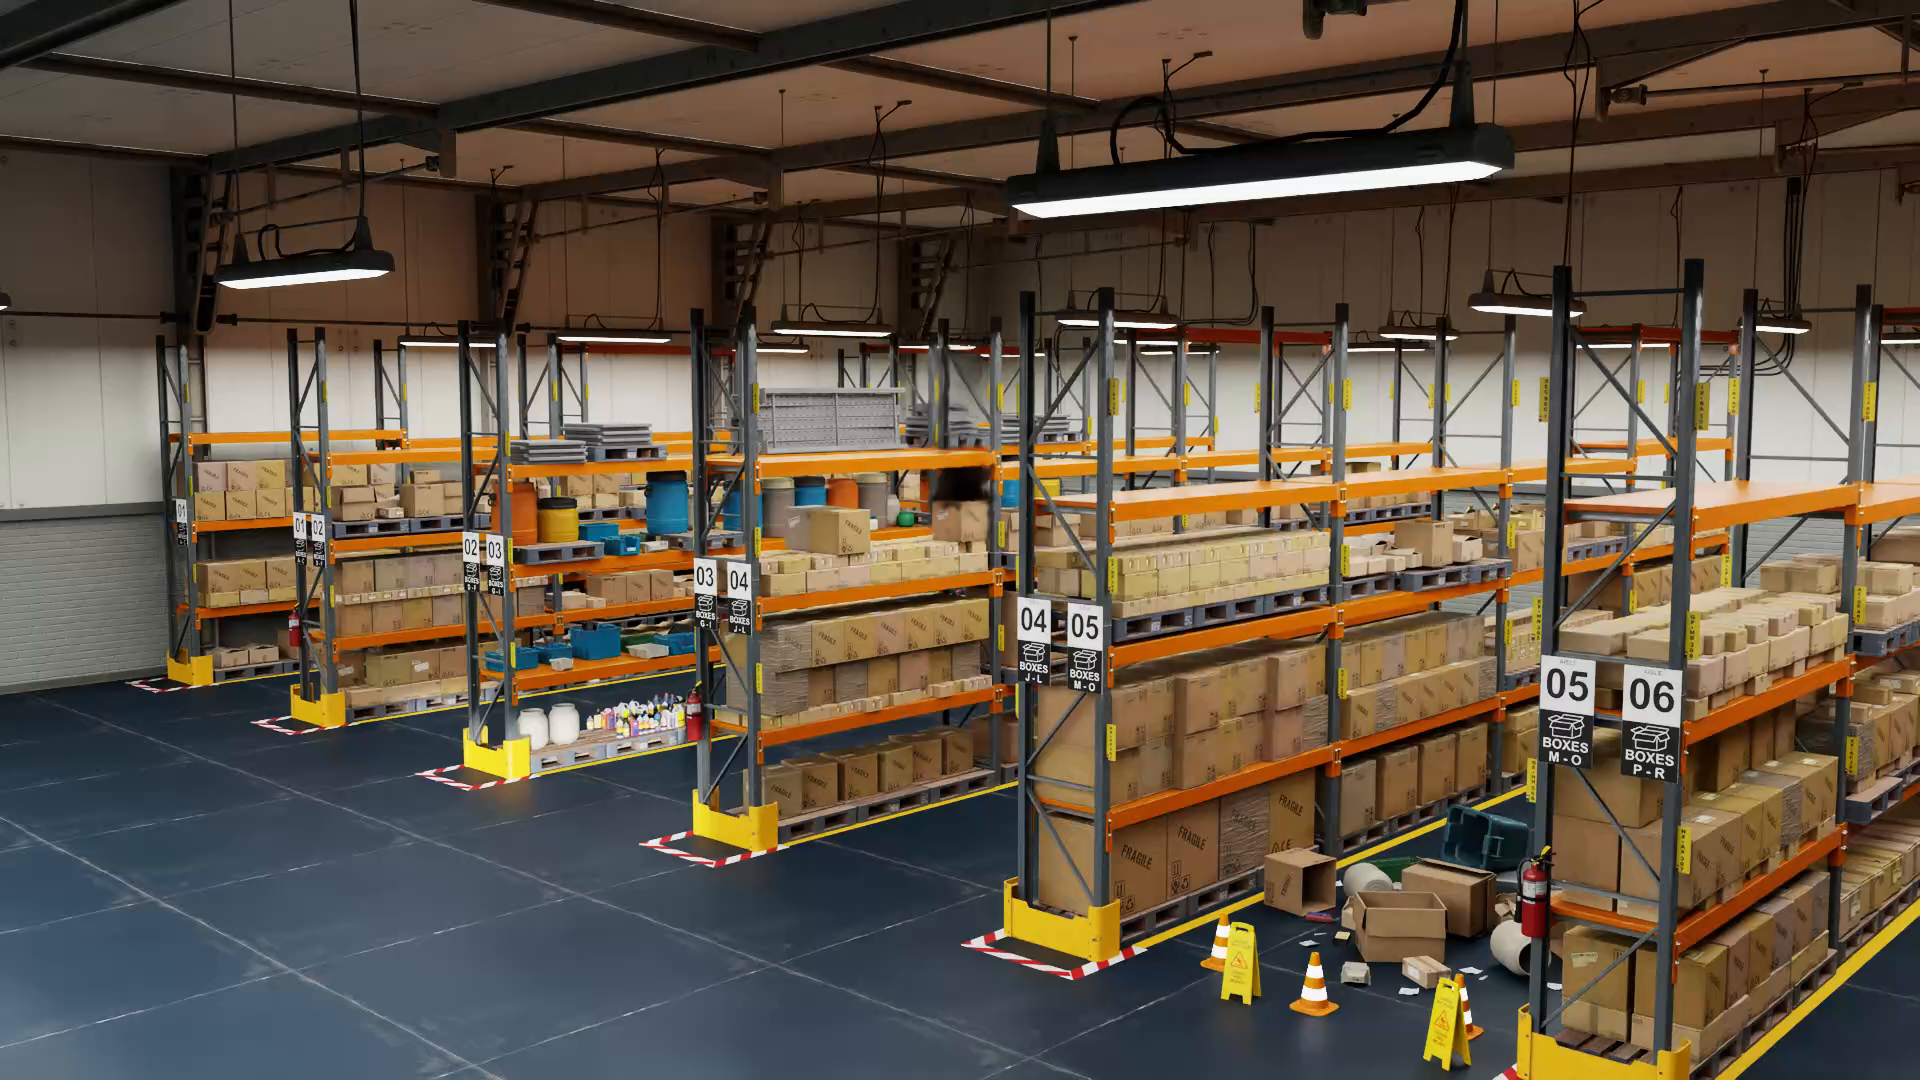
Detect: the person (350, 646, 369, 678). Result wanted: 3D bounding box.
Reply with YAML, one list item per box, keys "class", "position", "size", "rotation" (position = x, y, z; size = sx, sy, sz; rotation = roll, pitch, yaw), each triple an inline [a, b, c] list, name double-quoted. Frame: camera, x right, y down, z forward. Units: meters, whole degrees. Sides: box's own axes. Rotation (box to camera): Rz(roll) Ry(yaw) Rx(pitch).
- class: "person"
  position: [-10.142, 1.735, 27.950]
  size: [0.561, 1.618, 0.558]
  rotation: [5, 7, 42]
